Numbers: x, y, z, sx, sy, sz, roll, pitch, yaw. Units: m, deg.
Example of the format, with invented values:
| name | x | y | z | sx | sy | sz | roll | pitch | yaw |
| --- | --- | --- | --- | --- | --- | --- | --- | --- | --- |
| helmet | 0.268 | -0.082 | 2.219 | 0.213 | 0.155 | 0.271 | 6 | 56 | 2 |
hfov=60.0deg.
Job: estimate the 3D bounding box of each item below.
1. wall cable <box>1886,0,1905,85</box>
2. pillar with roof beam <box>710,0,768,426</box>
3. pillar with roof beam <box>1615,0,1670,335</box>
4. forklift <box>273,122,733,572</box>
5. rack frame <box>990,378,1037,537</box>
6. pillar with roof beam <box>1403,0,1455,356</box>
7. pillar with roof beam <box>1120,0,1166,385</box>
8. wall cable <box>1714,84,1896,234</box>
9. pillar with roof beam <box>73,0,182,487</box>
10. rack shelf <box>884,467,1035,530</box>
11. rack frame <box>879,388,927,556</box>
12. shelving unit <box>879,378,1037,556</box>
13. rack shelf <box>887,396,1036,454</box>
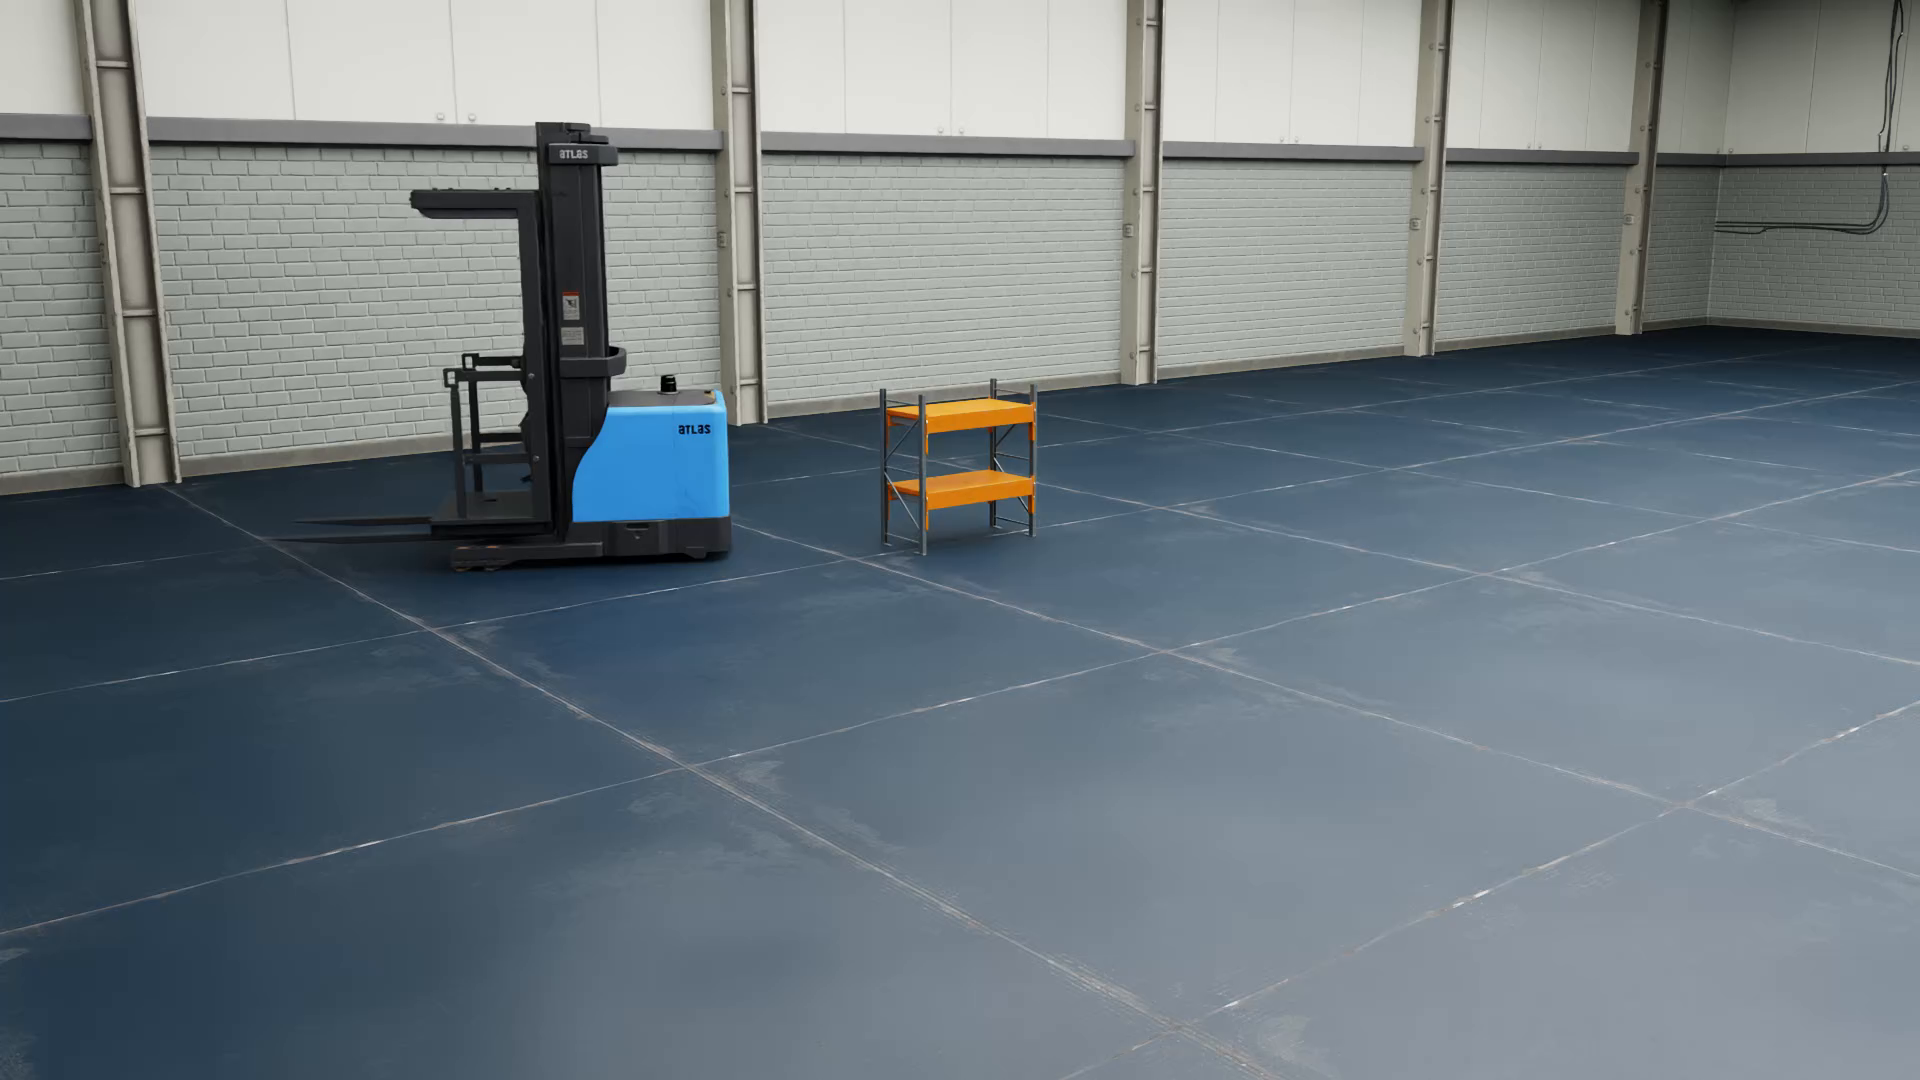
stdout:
| name | x | y | z | sx | sy | sz | roll | pitch | yaw |
| --- | --- | --- | --- | --- | --- | --- | --- | --- | --- |
| wall cable | 16.526 | -8.699 | 26.746 | 0.112 | 2.526 | 3.097 | -9 | 15 | -38 |
| pillar with roof beam | 0.343 | -4.984 | 13.937 | 0.400 | 9.000 | 9.100 | -9 | 15 | -38 |
| pillar with roof beam | 14.399 | -7.320 | 24.936 | 0.400 | 9.000 | 9.100 | -9 | 15 | -38 |
| forklift | -3.140 | -1.341 | 11.386 | 3.031 | 2.935 | 1.130 | -2 | 12 | -9 |
| rack frame | 0.392 | -0.615 | 12.318 | 0.032 | 1.125 | 0.500 | -9 | 15 | -38 |
| pillar with roof beam | 9.713 | -6.541 | 21.270 | 0.400 | 9.000 | 9.100 | -9 | 15 | -38 |
| pillar with roof beam | 5.028 | -5.763 | 17.603 | 0.400 | 9.000 | 9.100 | -9 | 15 | -38 |
| wall cable | 14.836 | -6.667 | 29.337 | 0.112 | 2.526 | 3.097 | -9 | 15 | -38 |
| pillar with roof beam | -4.342 | -4.206 | 10.270 | 0.400 | 9.000 | 9.100 | -9 | 15 | -38 |
| rack shelf | -0.005 | -0.310 | 12.059 | 1.000 | 0.278 | 0.538 | -9 | 15 | -38 |
| rack frame | -0.402 | -0.483 | 11.697 | 0.032 | 1.125 | 0.500 | -9 | 15 | -38 |
| shelving unit | -0.005 | -0.549 | 12.008 | 1.048 | 1.125 | 0.538 | -9 | 15 | -38 |
| rack shelf | -0.005 | -0.836 | 11.947 | 1.000 | 0.278 | 0.538 | -9 | 15 | -38 |
